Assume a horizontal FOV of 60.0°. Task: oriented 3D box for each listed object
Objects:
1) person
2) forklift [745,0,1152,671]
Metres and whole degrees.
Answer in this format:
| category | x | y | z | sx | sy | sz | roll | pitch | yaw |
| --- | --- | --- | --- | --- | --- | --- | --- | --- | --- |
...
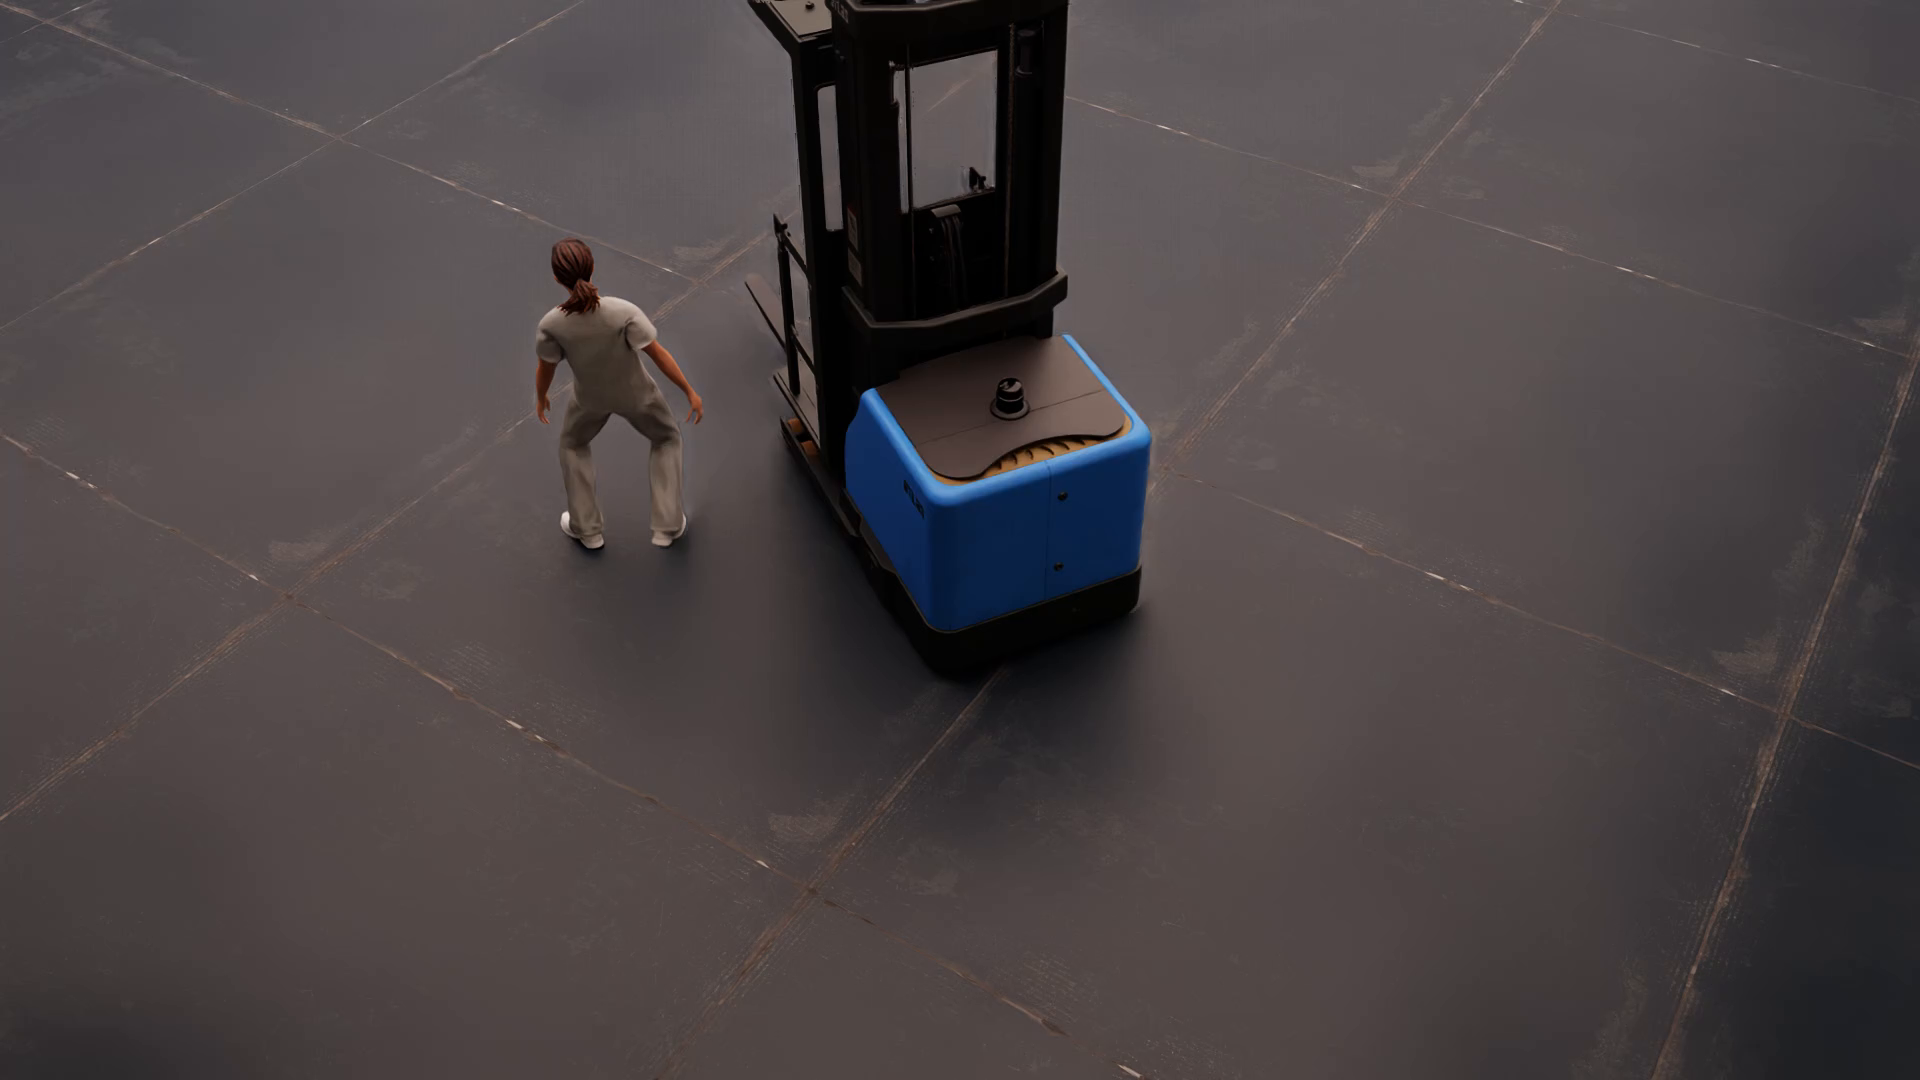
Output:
| category | x | y | z | sx | sy | sz | roll | pitch | yaw |
| --- | --- | --- | --- | --- | --- | --- | --- | --- | --- |
| person | -1.547 | -0.624 | 7.487 | 0.781 | 1.599 | 0.484 | 0 | 43 | -1 |
| forklift | -0.255 | -1.513 | 7.444 | 1.130 | 2.935 | 3.031 | -17 | 46 | -18 |
